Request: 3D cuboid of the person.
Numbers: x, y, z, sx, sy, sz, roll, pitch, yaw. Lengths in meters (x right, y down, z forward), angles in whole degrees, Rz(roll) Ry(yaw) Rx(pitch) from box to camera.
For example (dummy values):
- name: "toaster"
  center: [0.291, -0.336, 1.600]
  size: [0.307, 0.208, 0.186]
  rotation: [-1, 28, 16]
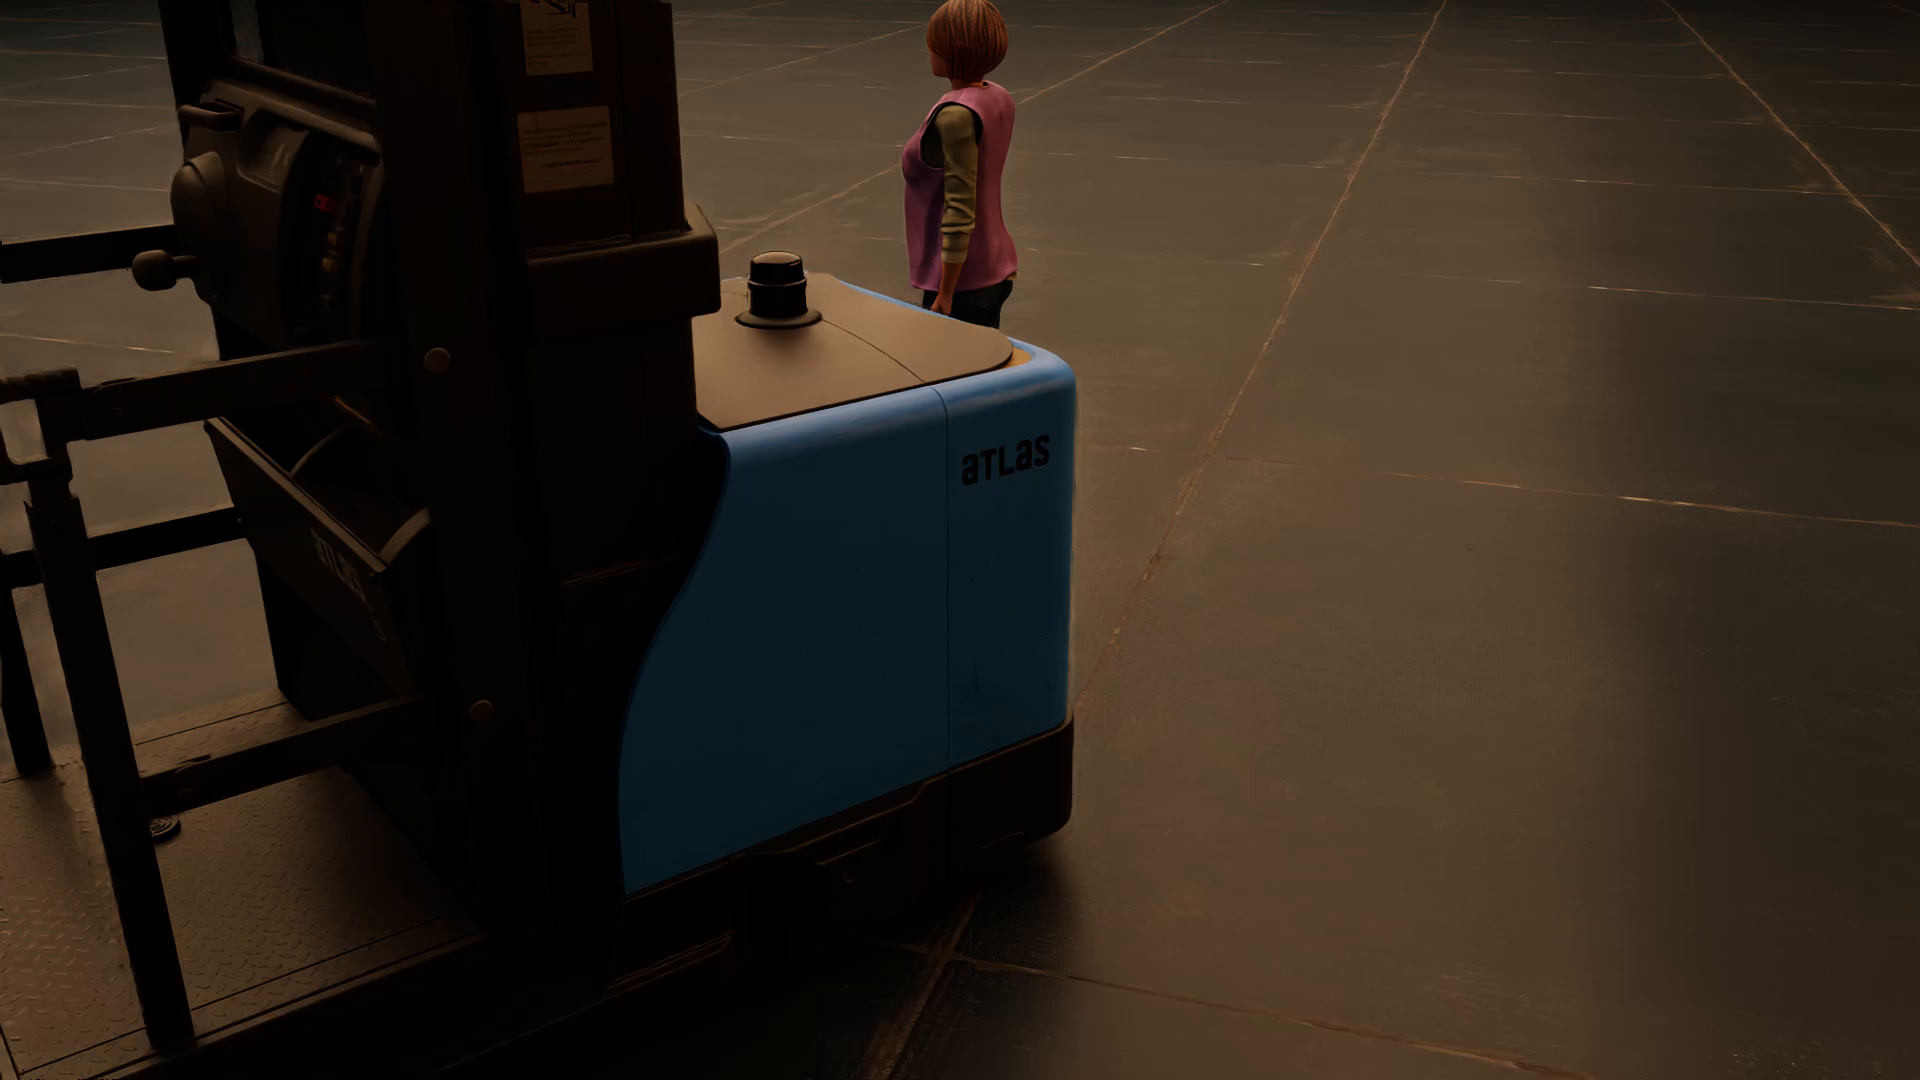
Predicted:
- name: "person"
  center: [-0.002, -0.738, 4.813]
  size: [0.327, 1.602, 0.409]
  rotation: [7, 23, 16]

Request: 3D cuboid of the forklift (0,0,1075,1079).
- name: "forklift"
  center: [-1.242, -0.509, 2.513]
  size: [3.031, 2.935, 1.130]
  rotation: [-16, 28, -34]
